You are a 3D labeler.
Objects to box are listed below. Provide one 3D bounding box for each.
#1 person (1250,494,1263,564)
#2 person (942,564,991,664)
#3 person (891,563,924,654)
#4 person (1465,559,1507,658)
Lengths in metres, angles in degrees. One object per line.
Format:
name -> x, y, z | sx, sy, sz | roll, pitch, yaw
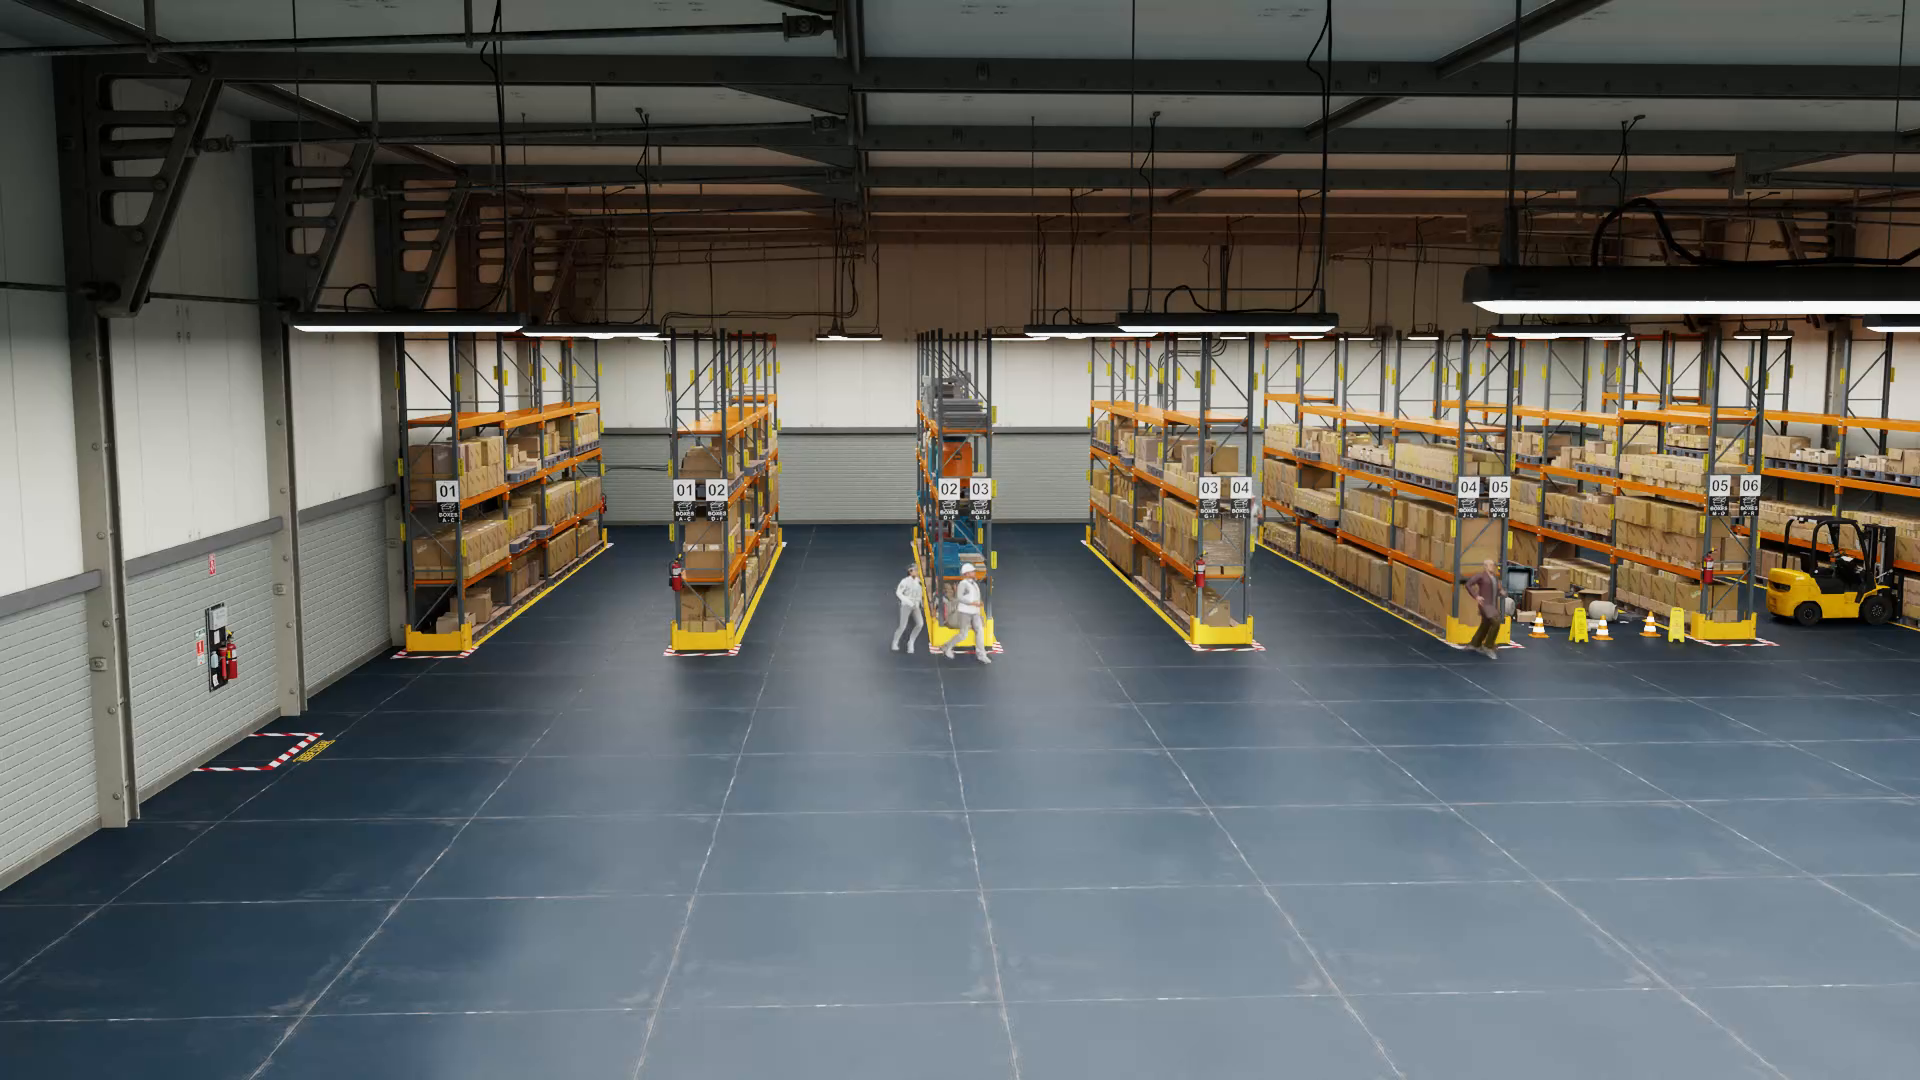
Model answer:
person -> 7.586, -0.296, 43.456 | 0.653, 1.838, 0.830 | 0, 7, 1
person -> 0.167, 1.311, 29.964 | 0.973, 1.777, 0.696 | 4, 8, 30
person -> -0.905, 1.264, 30.977 | 0.676, 1.687, 0.642 | -5, 8, -35
person -> 9.671, 1.263, 30.529 | 0.683, 1.835, 0.749 | -6, 9, -41
